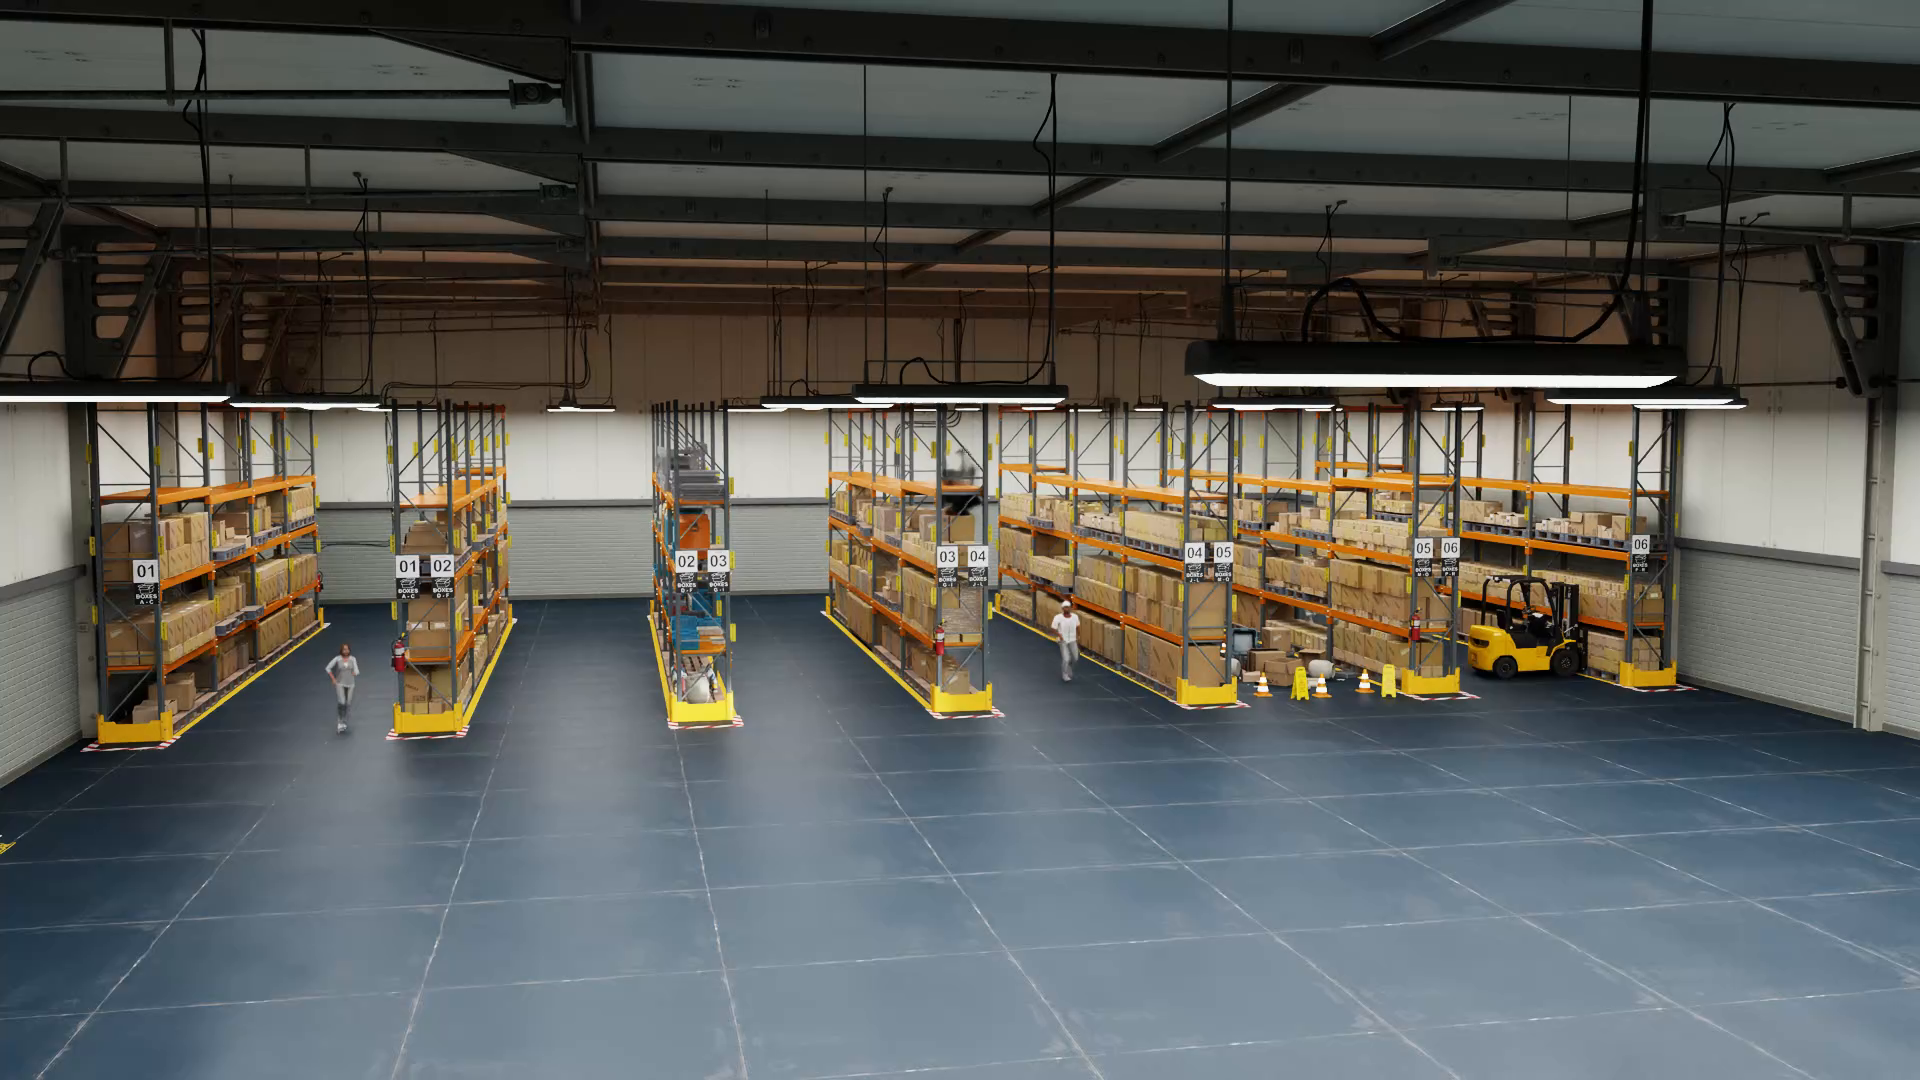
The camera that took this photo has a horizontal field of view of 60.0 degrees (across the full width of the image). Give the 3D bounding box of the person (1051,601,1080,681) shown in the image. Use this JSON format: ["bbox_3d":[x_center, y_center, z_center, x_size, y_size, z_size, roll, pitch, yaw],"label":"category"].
[{"bbox_3d":[2.312,2.167,35.674,0.674,1.721,0.569,-1,4,-15],"label":"person"}]

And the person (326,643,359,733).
[{"bbox_3d":[-11.122,2.680,30.045,0.526,1.583,0.664,-3,5,-35],"label":"person"}]

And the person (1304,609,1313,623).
[{"bbox_3d":[9.387,1.461,44.954,0.643,1.798,0.746,-1,4,-11],"label":"person"}]

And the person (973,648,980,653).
[{"bbox_3d":[0.348,1.772,40.136,0.658,1.785,0.983,-1,5,-19],"label":"person"}]
